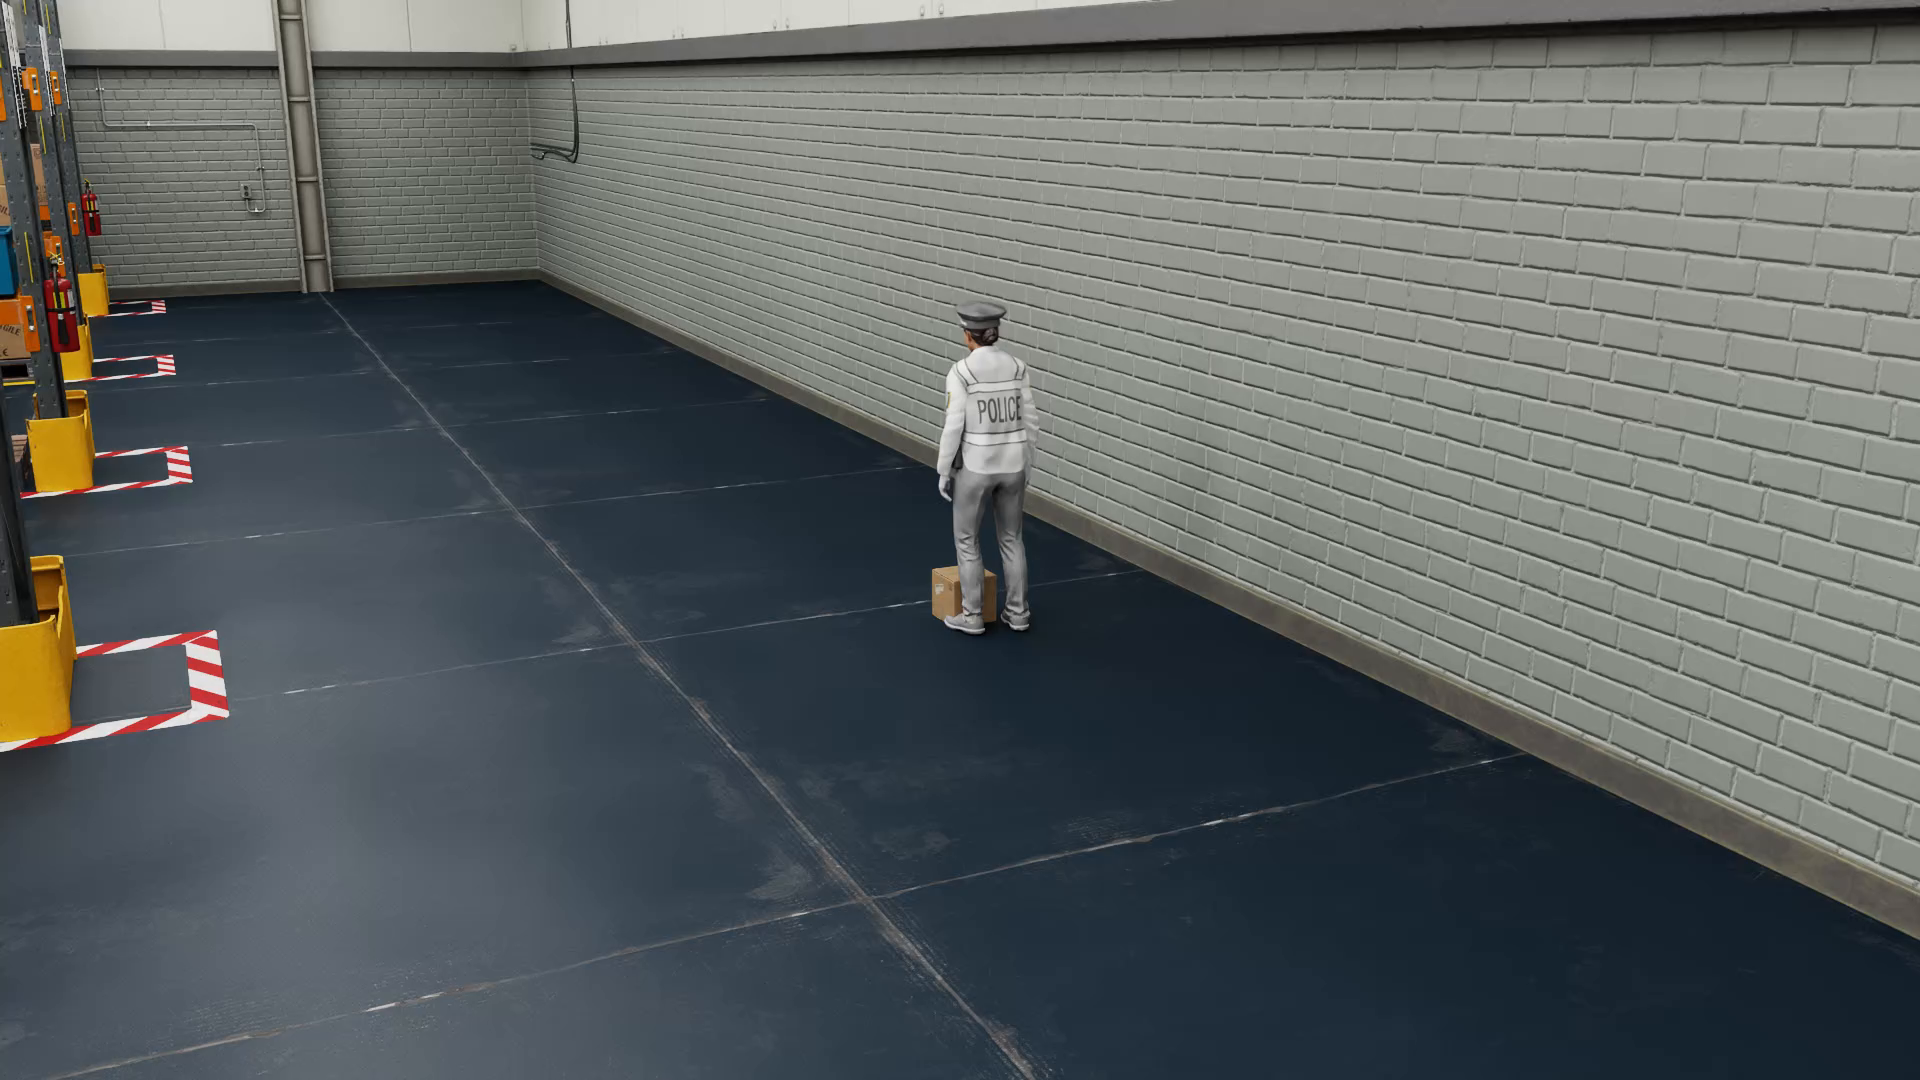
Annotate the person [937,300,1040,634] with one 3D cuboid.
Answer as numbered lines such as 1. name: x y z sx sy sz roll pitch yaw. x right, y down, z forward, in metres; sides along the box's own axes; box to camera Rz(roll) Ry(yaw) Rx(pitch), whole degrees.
1. person: 0.130 -0.343 8.264 0.529 1.663 0.403 -7 17 -25
